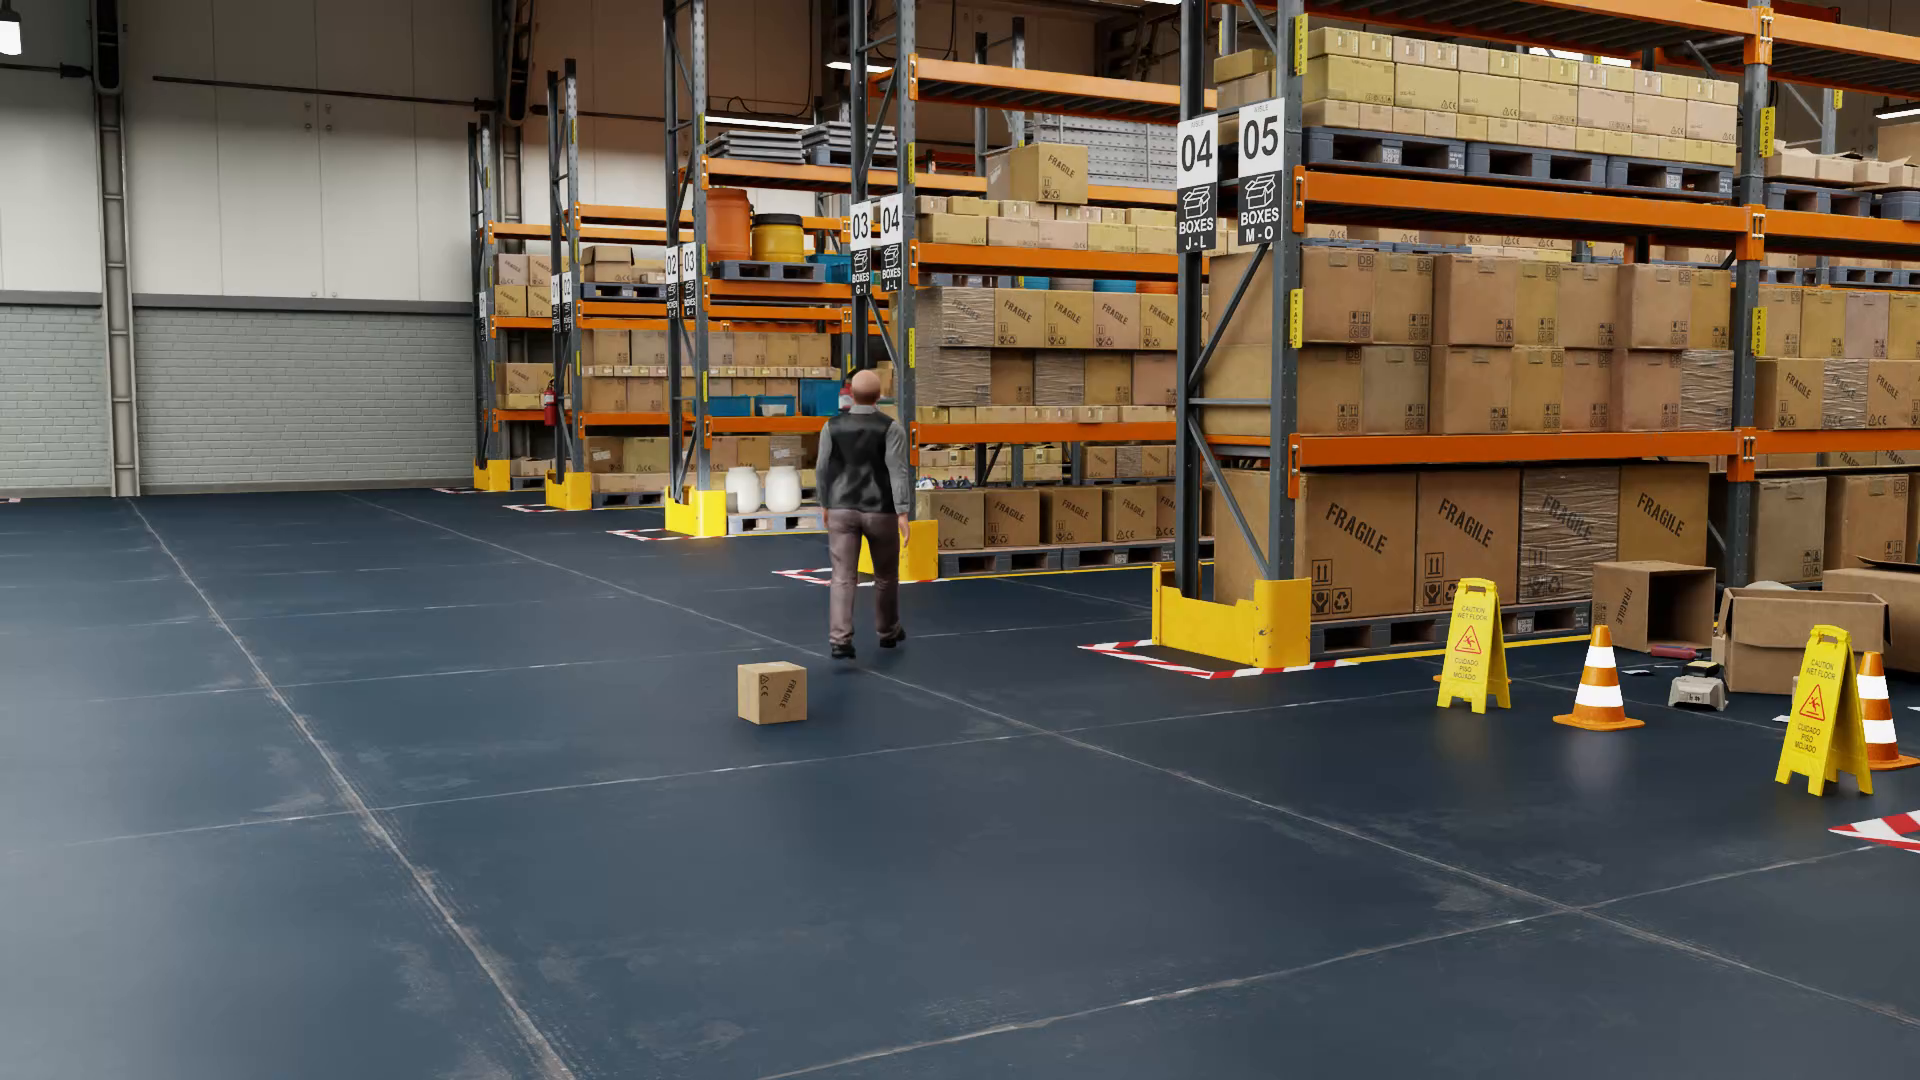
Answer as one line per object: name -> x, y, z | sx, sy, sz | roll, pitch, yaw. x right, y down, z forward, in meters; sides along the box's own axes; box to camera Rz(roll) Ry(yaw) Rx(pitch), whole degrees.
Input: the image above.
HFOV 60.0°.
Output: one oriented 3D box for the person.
person -> -0.561, -0.155, 9.705 | 0.567, 1.666, 1.071 | 0, 5, 1
